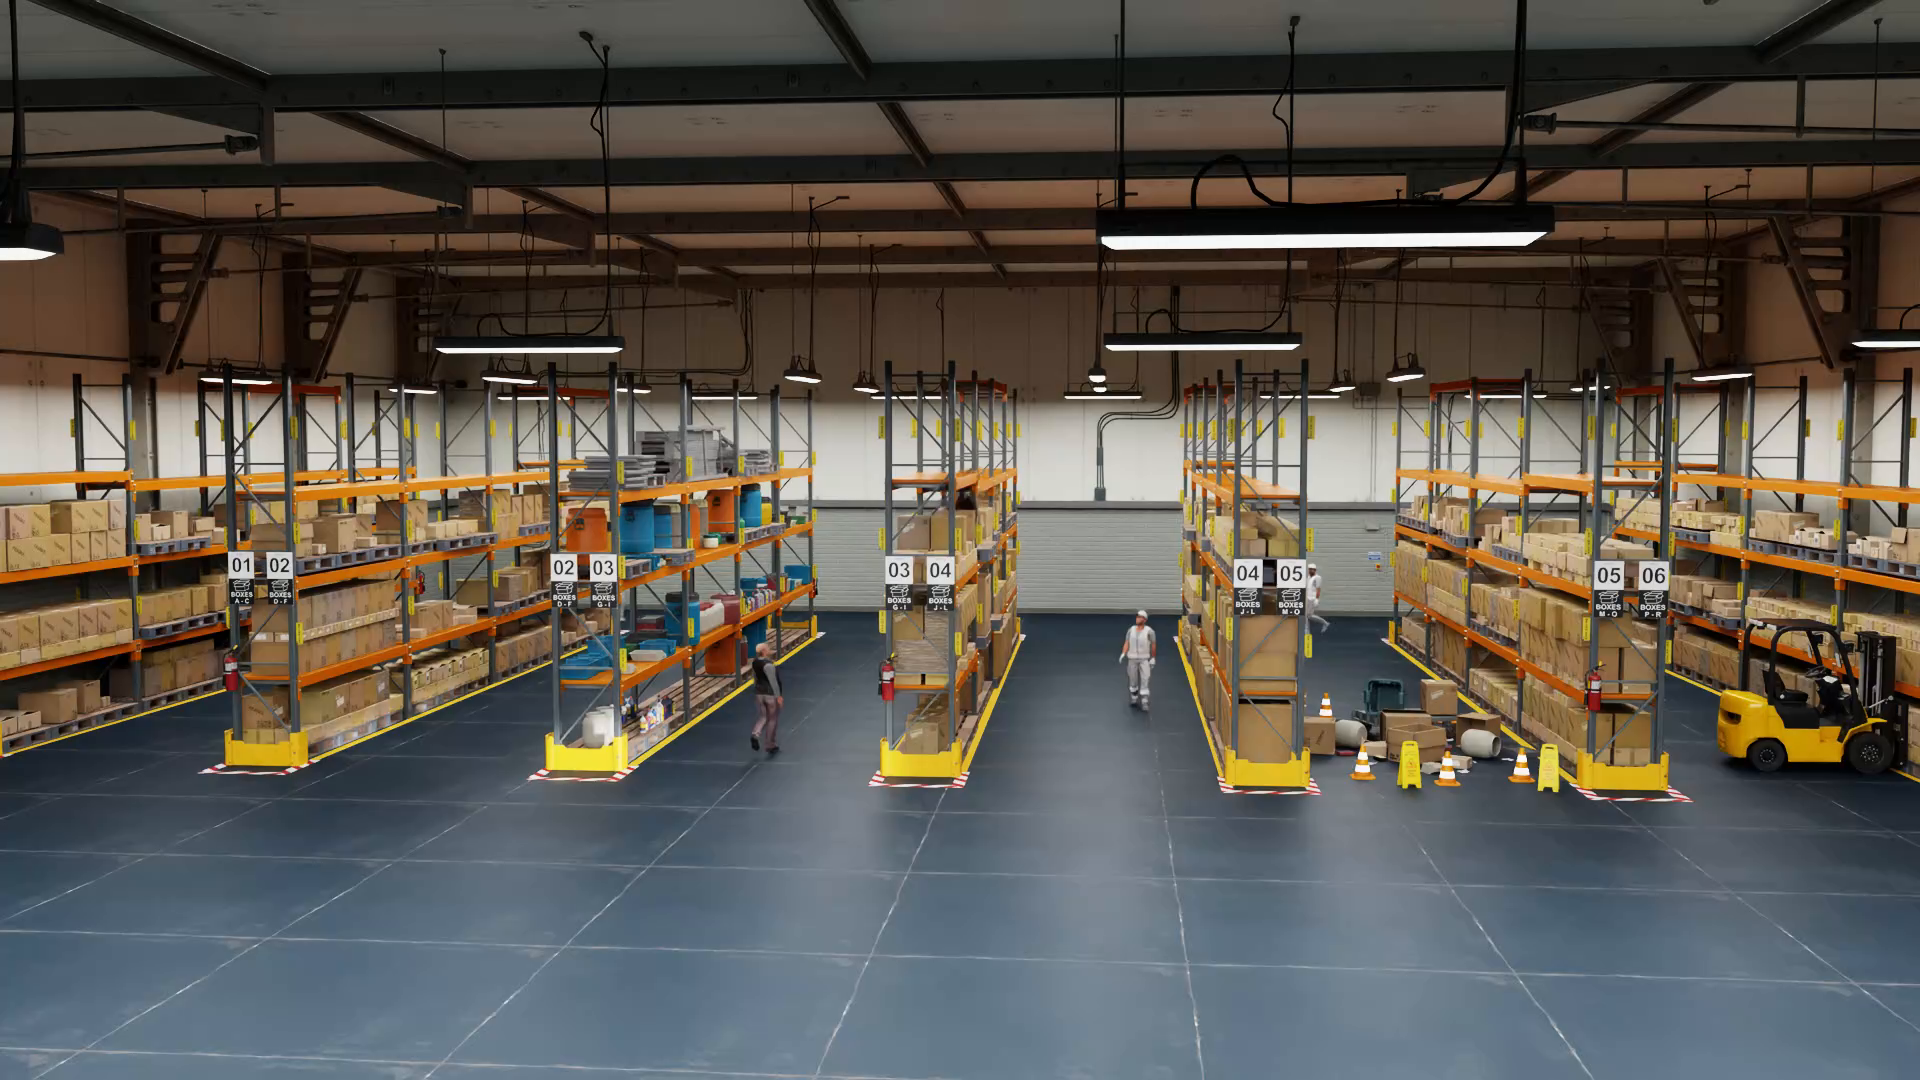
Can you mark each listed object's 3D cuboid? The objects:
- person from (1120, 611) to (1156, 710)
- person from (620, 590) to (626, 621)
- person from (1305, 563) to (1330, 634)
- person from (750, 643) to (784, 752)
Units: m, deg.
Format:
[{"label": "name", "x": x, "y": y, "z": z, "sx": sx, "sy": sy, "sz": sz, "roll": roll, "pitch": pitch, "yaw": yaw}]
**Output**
[{"label": "person", "x": 3.201, "y": 2.148, "z": 29.928, "sx": 0.662, "sy": 1.733, "sz": 0.975, "roll": 0, "pitch": 4, "yaw": 4}, {"label": "person", "x": -9.005, "y": 1.341, "z": 43.705, "sx": 0.437, "sy": 1.549, "sz": 0.825, "roll": -2, "pitch": 4, "yaw": -33}, {"label": "person", "x": 8.625, "y": 1.444, "z": 40.622, "sx": 0.757, "sy": 1.756, "sz": 0.588, "roll": 0, "pitch": 4, "yaw": 2}, {"label": "person", "x": -3.013, "y": 2.438, "z": 25.796, "sx": 0.549, "sy": 1.703, "sz": 0.526, "roll": 3, "pitch": 5, "yaw": 34}]
